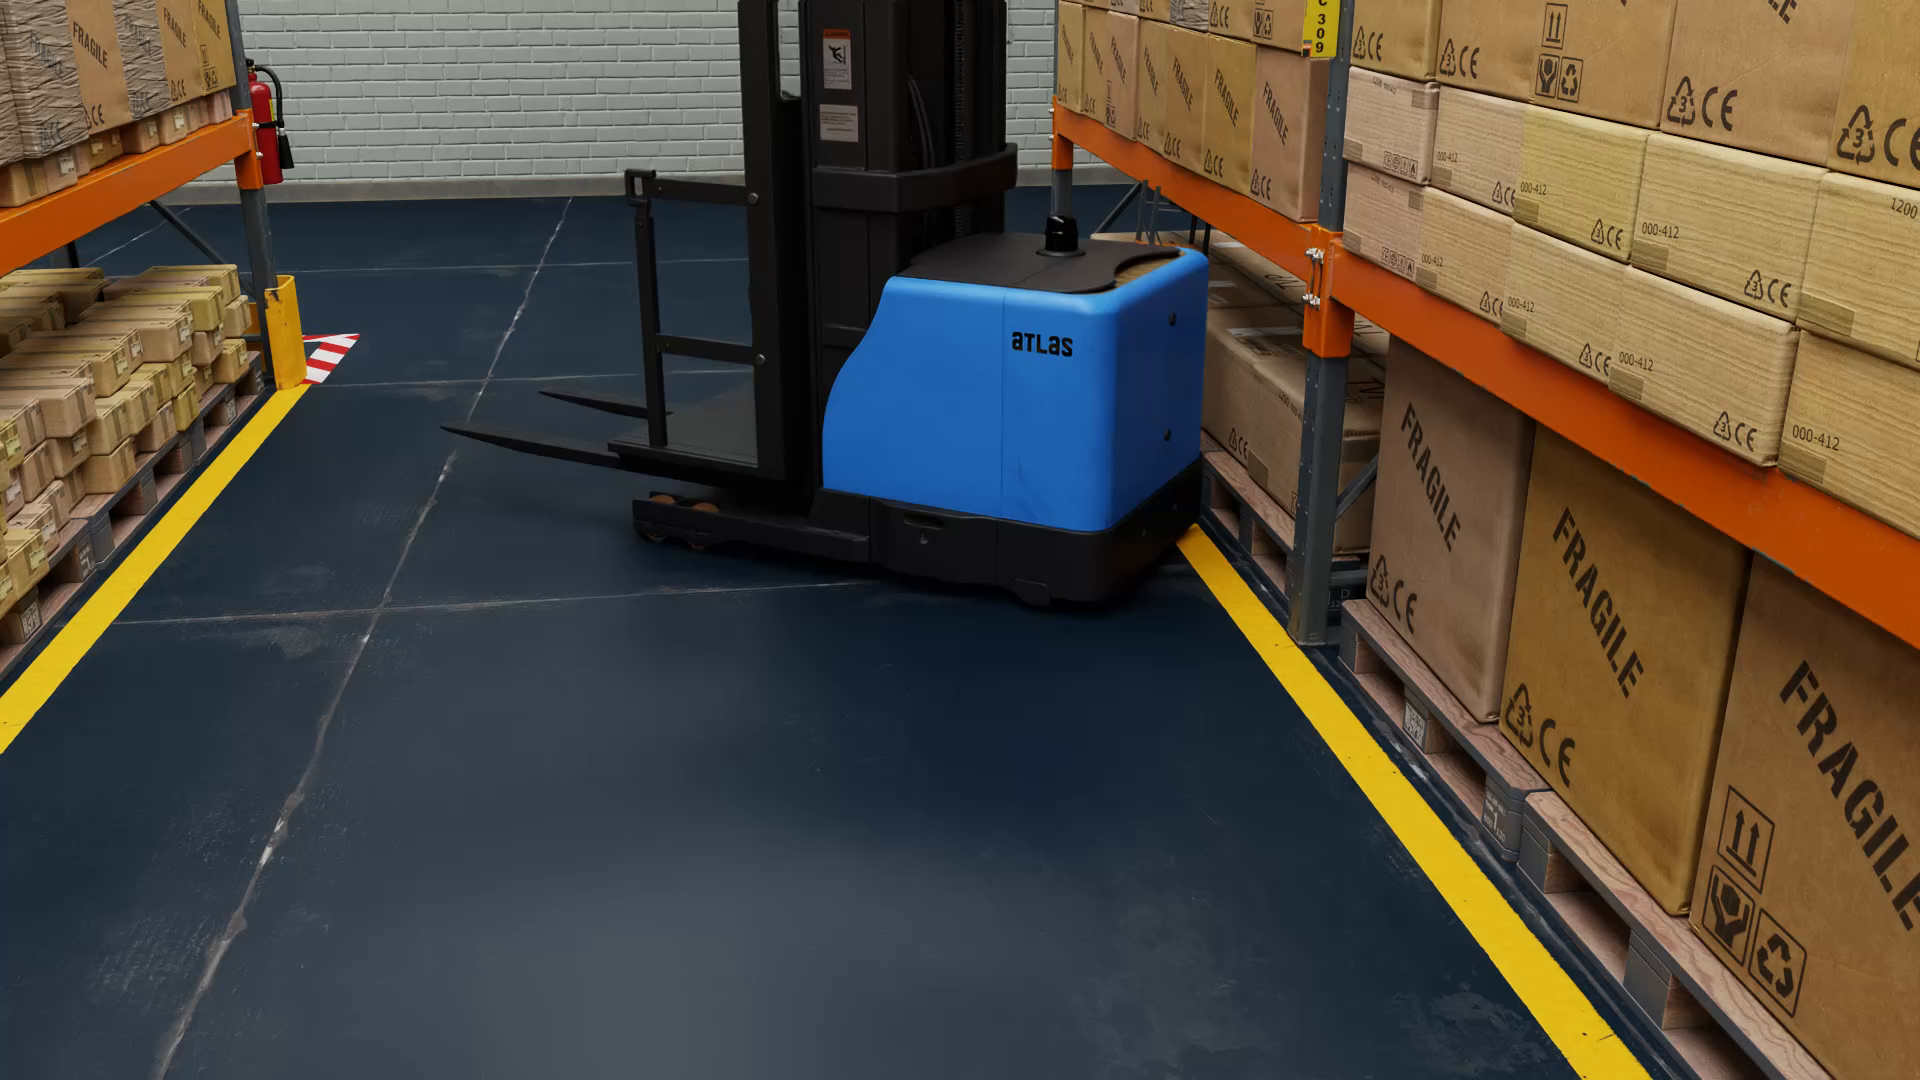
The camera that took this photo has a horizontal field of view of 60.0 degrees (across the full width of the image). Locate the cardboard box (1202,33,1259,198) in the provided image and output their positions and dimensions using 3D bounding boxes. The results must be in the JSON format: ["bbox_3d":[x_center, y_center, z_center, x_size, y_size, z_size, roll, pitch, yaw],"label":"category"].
[{"bbox_3d":[1.164,-1.477,5.741,0.500,0.500,0.500,-3,21,-9],"label":"cardboard box"}]

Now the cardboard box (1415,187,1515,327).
[{"bbox_3d":[1.442,-0.690,3.990,0.500,0.250,0.500,-3,21,-9],"label":"cardboard box"}]

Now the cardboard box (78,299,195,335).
[{"bbox_3d":[-3.453,-0.908,6.985,0.380,0.149,0.250,-4,21,-10],"label":"cardboard box"}]

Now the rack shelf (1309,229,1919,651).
[{"bbox_3d":[1.852,-0.075,3.159,1.077,0.370,4.000,-3,21,-8],"label":"rack shelf"}]

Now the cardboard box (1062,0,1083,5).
[{"bbox_3d":[0.774,-2.824,7.919,0.500,0.500,0.500,-3,21,-9],"label":"cardboard box"}]

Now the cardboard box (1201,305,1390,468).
[{"bbox_3d":[1.449,-0.634,6.688,0.875,0.438,0.875,-4,21,-9],"label":"cardboard box"}]

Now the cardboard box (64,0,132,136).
[{"bbox_3d":[-3.364,-1.722,5.971,0.500,0.500,0.500,-2,21,-5],"label":"cardboard box"}]

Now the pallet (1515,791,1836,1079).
[{"bbox_3d":[1.928,0.888,3.536,1.003,0.211,1.213,-3,21,-8],"label":"pallet"}]

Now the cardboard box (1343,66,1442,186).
[{"bbox_3d":[1.348,-1.102,4.380,0.500,0.250,0.500,-4,21,-9],"label":"cardboard box"}]

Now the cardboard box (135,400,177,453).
[{"bbox_3d":[-3.358,-0.449,6.606,0.380,0.149,0.250,-3,21,-7],"label":"cardboard box"}]

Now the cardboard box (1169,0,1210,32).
[{"bbox_3d":[1.074,-2.121,6.037,0.500,0.500,0.500,-3,21,-7],"label":"cardboard box"}]

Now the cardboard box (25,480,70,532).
[{"bbox_3d":[-3.267,-0.085,5.630,0.380,0.149,0.250,-3,21,-9],"label":"cardboard box"}]

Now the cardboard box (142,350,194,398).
[{"bbox_3d":[-3.375,-0.679,6.796,0.380,0.149,0.250,-3,21,-7],"label":"cardboard box"}]

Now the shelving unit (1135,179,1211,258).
[{"bbox_3d":[0.794,-0.813,6.644,0.258,1.200,0.189,2,20,-11],"label":"shelving unit"}]

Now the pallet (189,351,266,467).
[{"bbox_3d":[-3.804,-0.589,7.493,1.003,0.211,1.213,-3,21,-8],"label":"pallet"}]

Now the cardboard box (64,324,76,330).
[{"bbox_3d":[-3.969,-0.833,7.209,0.380,0.149,0.250,-3,21,-7],"label":"cardboard box"}]

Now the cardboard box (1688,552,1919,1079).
[{"bbox_3d":[1.998,0.526,2.956,0.875,0.875,0.875,-3,21,-7],"label":"cardboard box"}]

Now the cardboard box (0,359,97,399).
[{"bbox_3d":[-3.368,-0.545,6.012,0.380,0.149,0.250,-4,21,-10],"label":"cardboard box"}]

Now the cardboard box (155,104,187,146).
[{"bbox_3d":[-3.461,-1.728,6.913,0.380,0.149,0.250,-2,21,-6],"label":"cardboard box"}]

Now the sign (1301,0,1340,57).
[{"bbox_3d":[1.014,-1.519,4.645,0.100,0.325,0.005,-3,21,-8],"label":"sign"}]

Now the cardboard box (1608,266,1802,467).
[{"bbox_3d":[1.563,-0.338,3.048,0.500,0.250,0.500,-3,21,-9],"label":"cardboard box"}]

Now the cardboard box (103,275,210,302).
[{"bbox_3d":[-3.591,-1.085,7.457,0.380,0.149,0.250,-3,21,-7],"label":"cardboard box"}]

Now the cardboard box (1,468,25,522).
[{"bbox_3d":[-3.252,-0.128,5.321,0.380,0.149,0.250,-3,21,-8],"label":"cardboard box"}]

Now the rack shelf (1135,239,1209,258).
[{"bbox_3d":[0.824,-1.109,6.541,0.258,0.103,0.180,2,20,-11],"label":"rack shelf"}]

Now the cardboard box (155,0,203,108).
[{"bbox_3d":[-3.509,-2.070,6.903,0.500,0.500,0.500,-3,21,-9],"label":"cardboard box"}]

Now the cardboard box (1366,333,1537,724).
[{"bbox_3d":[1.732,-0.096,4.621,0.875,0.875,0.875,-2,21,-6],"label":"cardboard box"}]

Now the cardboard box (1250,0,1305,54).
[{"bbox_3d":[1.222,-1.769,5.095,0.500,0.500,0.500,-3,21,-8],"label":"cardboard box"}]

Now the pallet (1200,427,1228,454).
[{"bbox_3d":[1.352,-0.489,7.224,1.003,0.211,1.213,-3,21,-8],"label":"pallet"}]

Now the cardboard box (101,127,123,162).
[{"bbox_3d":[-3.472,-1.538,6.407,0.380,0.149,0.250,-4,21,-10],"label":"cardboard box"}]

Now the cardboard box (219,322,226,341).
[{"bbox_3d":[-3.554,-0.944,7.506,0.380,0.149,0.250,-3,21,-9],"label":"cardboard box"}]

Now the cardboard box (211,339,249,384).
[{"bbox_3d":[-3.478,-0.811,7.574,0.380,0.149,0.250,-2,21,-6],"label":"cardboard box"}]

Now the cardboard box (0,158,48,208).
[{"bbox_3d":[-3.244,-1.177,5.441,0.380,0.149,0.250,-3,21,-7],"label":"cardboard box"}]

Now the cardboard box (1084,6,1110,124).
[{"bbox_3d":[0.872,-2.182,7.629,0.500,0.500,0.500,-3,21,-9],"label":"cardboard box"}]

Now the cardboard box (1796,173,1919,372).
[{"bbox_3d":[1.647,-0.392,2.479,0.500,0.250,0.500,-3,21,-9],"label":"cardboard box"}]

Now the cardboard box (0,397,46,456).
[{"bbox_3d":[-3.292,-0.362,5.523,0.380,0.149,0.250,-3,21,-9],"label":"cardboard box"}]

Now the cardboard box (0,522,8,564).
[{"bbox_3d":[-3.056,0.038,4.878,0.380,0.149,0.250,-2,21,-5],"label":"cardboard box"}]

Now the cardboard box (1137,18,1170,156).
[{"bbox_3d":[1.016,-1.833,6.693,0.500,0.500,0.500,-2,21,-6],"label":"cardboard box"}]

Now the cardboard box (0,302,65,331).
[{"bbox_3d":[-3.972,-0.882,6.914,0.380,0.149,0.250,-4,21,-10],"label":"cardboard box"}]

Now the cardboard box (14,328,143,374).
[{"bbox_3d":[-3.431,-0.721,6.485,0.380,0.149,0.250,-4,21,-10],"label":"cardboard box"}]

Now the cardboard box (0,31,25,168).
[{"bbox_3d":[-3.221,-1.361,5.006,0.500,0.500,0.500,-3,21,-8],"label":"cardboard box"}]

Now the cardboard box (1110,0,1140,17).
[{"bbox_3d":[0.937,-2.468,6.965,0.500,0.500,0.500,-3,21,-8],"label":"cardboard box"}]

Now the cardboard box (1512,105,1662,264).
[{"bbox_3d":[1.497,-0.747,3.429,0.500,0.250,0.500,-3,21,-7],"label":"cardboard box"}]

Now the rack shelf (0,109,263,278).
[{"bbox_3d":[-3.609,-1.176,6.105,1.077,0.370,4.000,-3,21,-8],"label":"rack shelf"}]

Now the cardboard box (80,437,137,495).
[{"bbox_3d":[-3.282,-0.271,6.129,0.380,0.149,0.250,-3,21,-9],"label":"cardboard box"}]

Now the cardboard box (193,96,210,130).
[{"bbox_3d":[-3.572,-1.901,7.377,0.380,0.149,0.250,-3,21,-8],"label":"cardboard box"}]

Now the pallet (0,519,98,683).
[{"bbox_3d":[-3.452,0.255,5.231,1.003,0.211,1.213,-3,21,-8],"label":"pallet"}]

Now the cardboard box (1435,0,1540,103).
[{"bbox_3d":[1.443,-1.278,3.780,0.500,0.500,0.500,-3,21,-8],"label":"cardboard box"}]

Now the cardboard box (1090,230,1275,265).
[{"bbox_3d":[1.181,-1.263,8.372,0.875,0.438,0.875,-4,21,-10],"label":"cardboard box"}]

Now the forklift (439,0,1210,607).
[{"bbox_3d":[-0.646,-1.495,6.029,3.031,2.935,1.130,10,23,25],"label":"forklift"}]

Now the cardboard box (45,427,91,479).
[{"bbox_3d":[-3.305,-0.318,5.830,0.380,0.149,0.250,-2,21,-5],"label":"cardboard box"}]

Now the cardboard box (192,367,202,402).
[{"bbox_3d":[-3.476,-0.630,7.090,0.380,0.149,0.250,-3,21,-7],"label":"cardboard box"}]

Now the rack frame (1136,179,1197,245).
[{"bbox_3d":[0.780,-0.844,6.729,0.240,1.200,0.006,2,20,-11],"label":"rack frame"}]

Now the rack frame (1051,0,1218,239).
[{"bbox_3d":[0.987,-2.490,8.595,1.000,3.000,0.127,-3,21,-8],"label":"rack frame"}]

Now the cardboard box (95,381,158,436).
[{"bbox_3d":[-3.289,-0.495,6.304,0.380,0.149,0.250,-3,21,-7],"label":"cardboard box"}]

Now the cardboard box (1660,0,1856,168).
[{"bbox_3d":[1.594,-0.926,2.836,0.500,0.500,0.500,-3,21,-9],"label":"cardboard box"}]

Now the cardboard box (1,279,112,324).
[{"bbox_3d":[-3.999,-1.057,7.383,0.380,0.149,0.250,-3,21,-7],"label":"cardboard box"}]

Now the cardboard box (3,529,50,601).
[{"bbox_3d":[-3.093,0.084,5.178,0.380,0.149,0.250,-2,21,-6],"label":"cardboard box"}]

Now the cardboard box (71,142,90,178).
[{"bbox_3d":[-3.360,-1.361,5.932,0.380,0.149,0.250,-2,21,-6],"label":"cardboard box"}]

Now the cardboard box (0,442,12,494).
[{"bbox_3d":[-3.146,-0.188,5.057,0.380,0.149,0.250,-2,21,-5],"label":"cardboard box"}]
